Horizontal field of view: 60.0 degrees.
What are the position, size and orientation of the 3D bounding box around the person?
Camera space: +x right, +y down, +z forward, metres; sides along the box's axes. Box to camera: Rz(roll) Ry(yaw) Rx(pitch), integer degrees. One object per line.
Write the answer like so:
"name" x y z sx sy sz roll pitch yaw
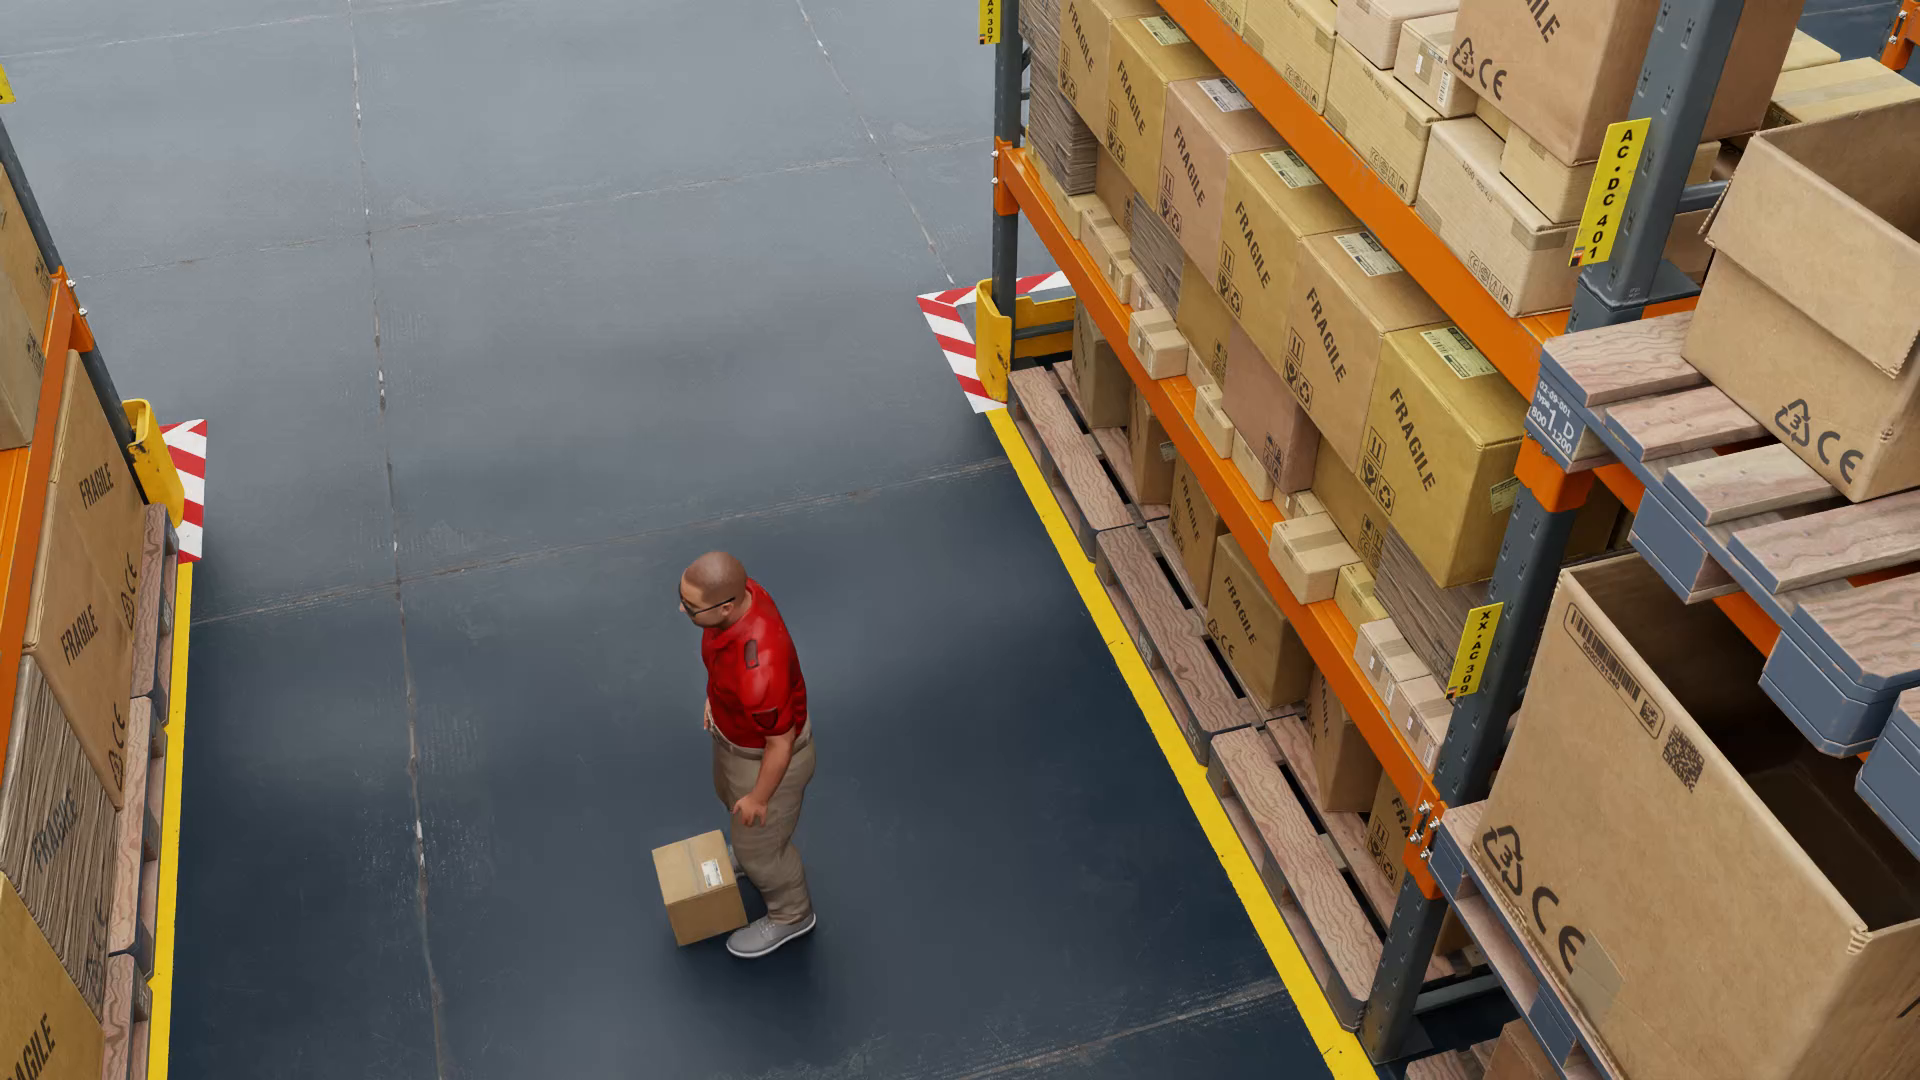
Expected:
"person" -0.666 0.645 5.400 0.359 1.657 0.568 -13 44 -14
